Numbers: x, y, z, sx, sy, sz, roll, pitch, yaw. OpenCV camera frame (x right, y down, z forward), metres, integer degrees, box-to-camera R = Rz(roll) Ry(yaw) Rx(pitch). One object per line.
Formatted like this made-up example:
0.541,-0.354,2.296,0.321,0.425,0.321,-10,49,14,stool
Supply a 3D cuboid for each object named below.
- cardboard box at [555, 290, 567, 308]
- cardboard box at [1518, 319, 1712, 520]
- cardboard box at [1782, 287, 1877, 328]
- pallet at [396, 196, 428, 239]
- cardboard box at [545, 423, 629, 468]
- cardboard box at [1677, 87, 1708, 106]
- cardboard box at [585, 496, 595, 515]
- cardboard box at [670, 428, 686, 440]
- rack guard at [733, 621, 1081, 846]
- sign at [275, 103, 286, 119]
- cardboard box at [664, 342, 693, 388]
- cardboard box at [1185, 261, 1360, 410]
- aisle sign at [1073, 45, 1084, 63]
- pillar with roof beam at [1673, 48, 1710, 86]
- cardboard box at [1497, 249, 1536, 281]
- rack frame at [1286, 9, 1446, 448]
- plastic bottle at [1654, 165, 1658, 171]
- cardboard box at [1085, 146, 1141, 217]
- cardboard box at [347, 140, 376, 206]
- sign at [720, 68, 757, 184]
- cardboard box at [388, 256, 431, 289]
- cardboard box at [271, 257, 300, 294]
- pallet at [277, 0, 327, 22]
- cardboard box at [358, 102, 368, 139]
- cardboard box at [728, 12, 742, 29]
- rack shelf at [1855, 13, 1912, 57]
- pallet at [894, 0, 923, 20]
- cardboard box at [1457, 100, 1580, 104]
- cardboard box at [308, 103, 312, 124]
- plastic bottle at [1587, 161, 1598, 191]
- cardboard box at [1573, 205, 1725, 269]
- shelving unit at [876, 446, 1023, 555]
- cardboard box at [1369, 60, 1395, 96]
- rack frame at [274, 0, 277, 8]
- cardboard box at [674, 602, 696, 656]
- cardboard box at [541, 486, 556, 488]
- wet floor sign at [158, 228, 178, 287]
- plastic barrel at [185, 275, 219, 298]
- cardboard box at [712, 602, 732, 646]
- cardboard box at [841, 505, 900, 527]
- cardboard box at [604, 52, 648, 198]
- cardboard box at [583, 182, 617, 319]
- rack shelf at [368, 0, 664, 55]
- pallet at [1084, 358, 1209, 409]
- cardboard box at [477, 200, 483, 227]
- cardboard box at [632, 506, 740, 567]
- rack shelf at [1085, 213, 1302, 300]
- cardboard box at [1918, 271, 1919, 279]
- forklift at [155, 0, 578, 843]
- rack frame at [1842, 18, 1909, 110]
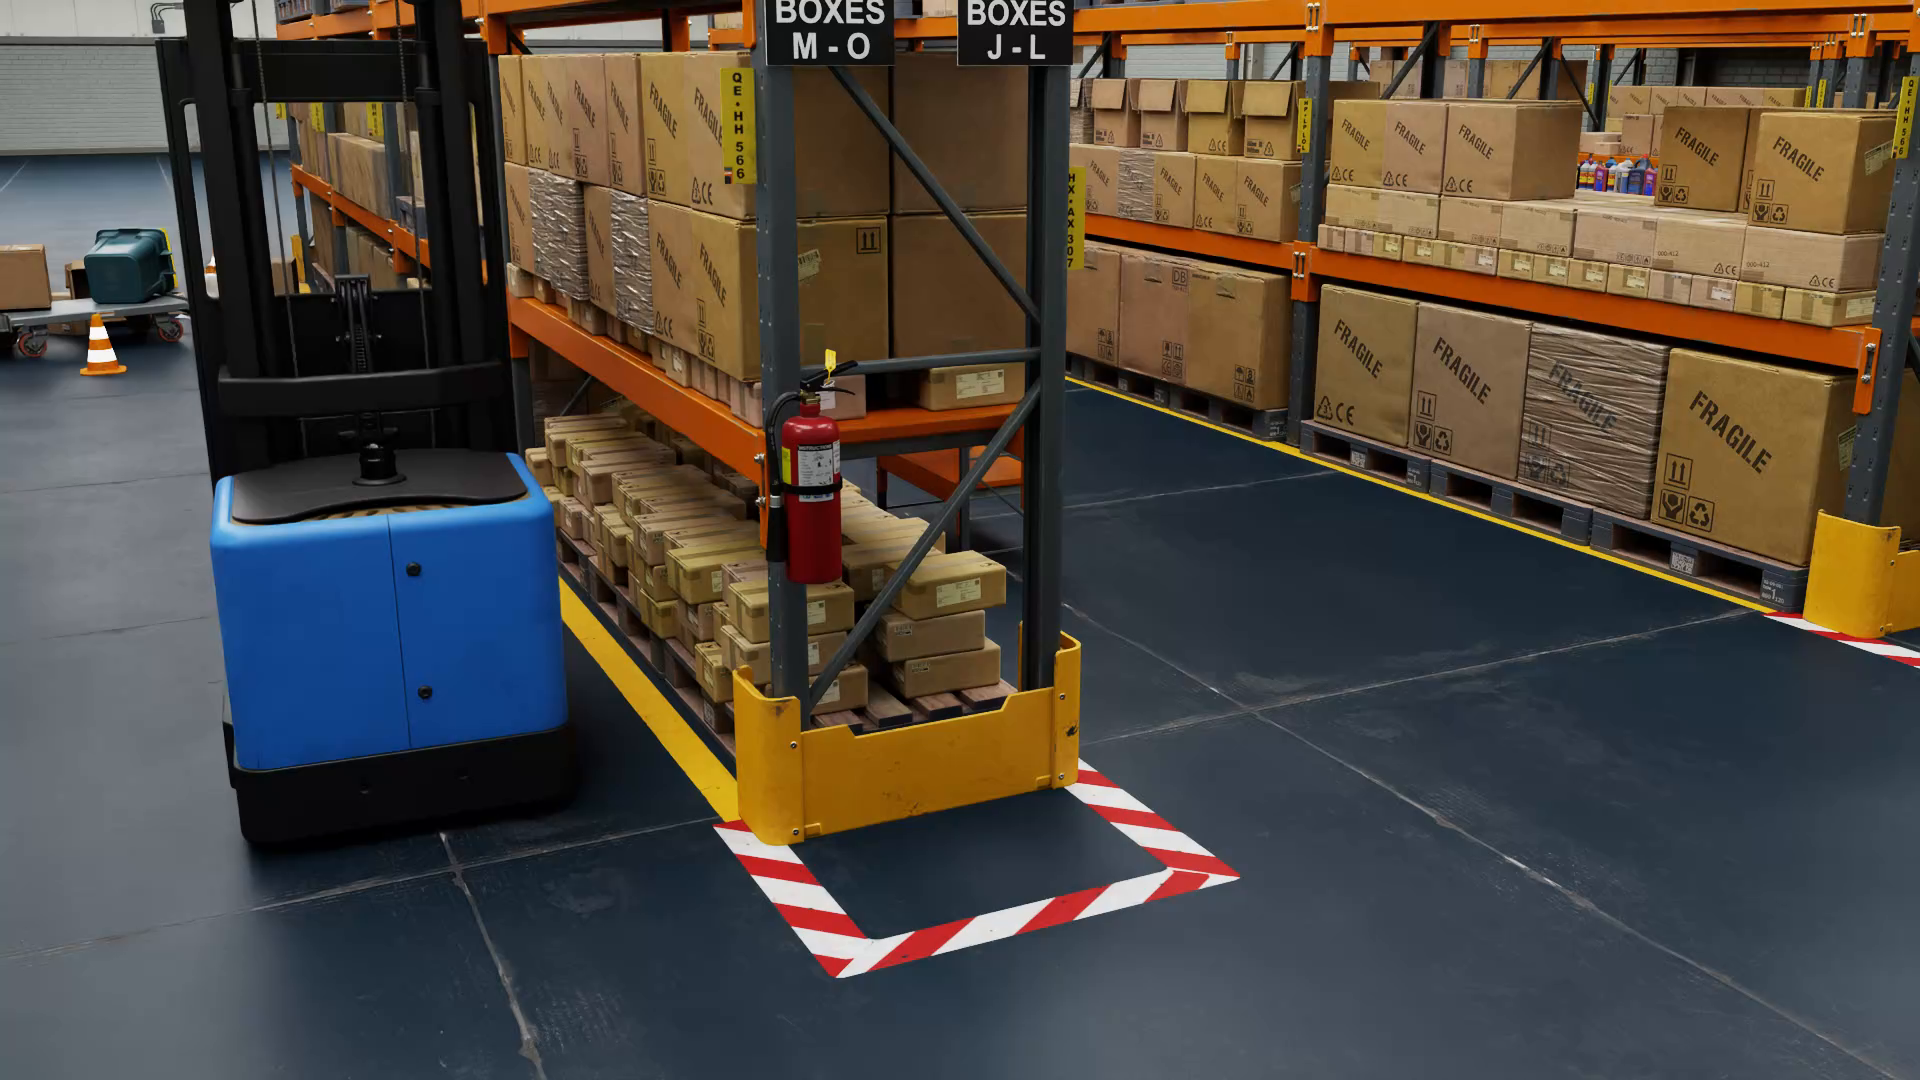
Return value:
-1.710,-1.195,7.933,0.380,0.149,0.250,-9,18,-27,cardboard box
3.620,-0.678,8.767,0.875,0.875,0.875,-8,18,-25,cardboard box
3.919,-1.051,7.430,0.380,0.149,0.250,-7,18,-24,cardboard box
-3.229,-2.276,11.593,1.213,0.211,1.003,-8,18,-25,pallet
-1.852,-0.472,8.287,0.380,0.149,0.250,-7,17,-22,cardboard box
11.324,-6.650,25.363,0.500,0.500,0.500,-7,17,-23,cardboard box
-1.567,-0.211,7.917,0.380,0.149,0.250,-9,18,-28,cardboard box
-1.231,-0.482,8.320,0.380,0.149,0.250,-8,18,-25,cardboard box
-0.165,0.634,5.635,1.175,0.500,0.348,-8,18,-25,rack guard
-7.643,-4.905,18.691,0.100,0.325,0.005,-8,18,-25,sign
-0.860,-0.662,6.074,0.380,0.149,0.250,-7,17,-23,cardboard box
2.320,-1.452,11.462,1.225,0.875,0.875,-8,18,-25,cardboard box
1.519,-6.921,22.717,0.394,0.787,0.004,-8,18,-25,aisle sign
7.934,-9.180,24.428,9.100,9.000,0.400,-8,18,-25,pillar with roof beam
3.134,-1.494,8.975,0.380,0.149,0.250,-8,18,-26,cardboard box
2.619,-2.115,10.682,1.000,3.000,0.127,-8,18,-25,rack frame
5.987,-3.083,14.288,0.097,0.271,0.097,0,16,0,plastic bottle
1.290,-2.747,12.705,0.500,0.500,0.500,-8,18,-26,cardboard box
-4.740,-3.034,13.704,0.500,0.500,0.500,-7,18,-24,cardboard box
-0.639,-1.195,4.805,0.100,0.325,0.005,-8,18,-25,sign
-3.822,-1.815,12.954,1.050,0.750,0.750,-8,18,-26,cardboard box
-6.991,-2.585,16.847,0.500,0.500,0.500,-5,17,-15,cardboard box
-6.807,-5.733,18.012,1.003,0.211,1.213,-8,18,-25,pallet
-4.718,-3.678,14.135,0.700,0.500,0.500,-7,18,-24,cardboard box
-2.428,-6.182,19.690,0.500,0.250,0.500,-8,18,-26,cardboard box
7.947,-3.314,10.726,1.077,0.370,4.000,-8,18,-25,rack shelf
-0.254,-5.027,15.734,1.213,0.211,1.003,-8,18,-25,pallet
3.276,-2.340,9.839,0.500,0.500,0.500,-7,18,-24,cardboard box
-5.865,-4.333,16.184,0.875,0.550,0.550,-8,18,-25,cardboard box
5.649,-3.236,14.822,0.097,0.271,0.097,0,16,0,plastic bottle
3.475,-1.534,8.391,0.500,0.250,0.500,-8,18,-27,cardboard box
0.003,-0.539,8.590,0.538,1.125,1.048,-8,18,-25,shelving unit
6.485,-6.828,24.572,0.700,0.500,0.500,-8,18,-25,cardboard box
-7.141,-7.400,18.222,1.000,3.000,0.127,-8,18,-25,rack frame
-0.912,0.327,6.579,0.380,0.149,0.250,-7,18,-24,cardboard box
-2.013,-0.243,8.567,0.380,0.149,0.250,-9,18,-27,cardboard box
-8.934,-3.152,18.566,0.267,0.644,0.232,-11,20,-34,wet floor sign
-7.265,-2.382,16.283,0.512,0.421,0.421,4,16,13,plastic barrel
-0.686,0.309,6.104,0.380,0.149,0.250,-8,18,-26,cardboard box
-0.463,-0.021,6.713,0.380,0.149,0.250,-9,18,-28,cardboard box
-1.014,-1.557,6.206,0.500,0.500,0.500,-7,17,-22,cardboard box
-1.221,-1.198,6.766,0.500,0.500,0.500,-7,17,-22,cardboard box
-2.760,-3.133,10.095,1.077,0.370,4.000,-8,18,-25,rack shelf
1.675,-1.260,12.758,1.003,0.211,1.213,-8,18,-25,pallet
-2.567,-1.885,9.575,0.380,0.149,0.250,-9,18,-28,cardboard box
-1.102,-0.017,6.700,0.380,0.149,0.250,-7,17,-23,cardboard box
1.743,-2.265,12.510,1.077,0.370,4.000,-8,18,-25,rack shelf
4.404,-1.346,7.734,0.500,0.250,0.500,-8,18,-26,cardboard box
-2.309,-0.826,6.317,1.130,2.935,3.031,-6,17,-21,forklift
7.071,-2.713,12.768,1.000,3.000,0.127,-8,18,-25,rack frame
